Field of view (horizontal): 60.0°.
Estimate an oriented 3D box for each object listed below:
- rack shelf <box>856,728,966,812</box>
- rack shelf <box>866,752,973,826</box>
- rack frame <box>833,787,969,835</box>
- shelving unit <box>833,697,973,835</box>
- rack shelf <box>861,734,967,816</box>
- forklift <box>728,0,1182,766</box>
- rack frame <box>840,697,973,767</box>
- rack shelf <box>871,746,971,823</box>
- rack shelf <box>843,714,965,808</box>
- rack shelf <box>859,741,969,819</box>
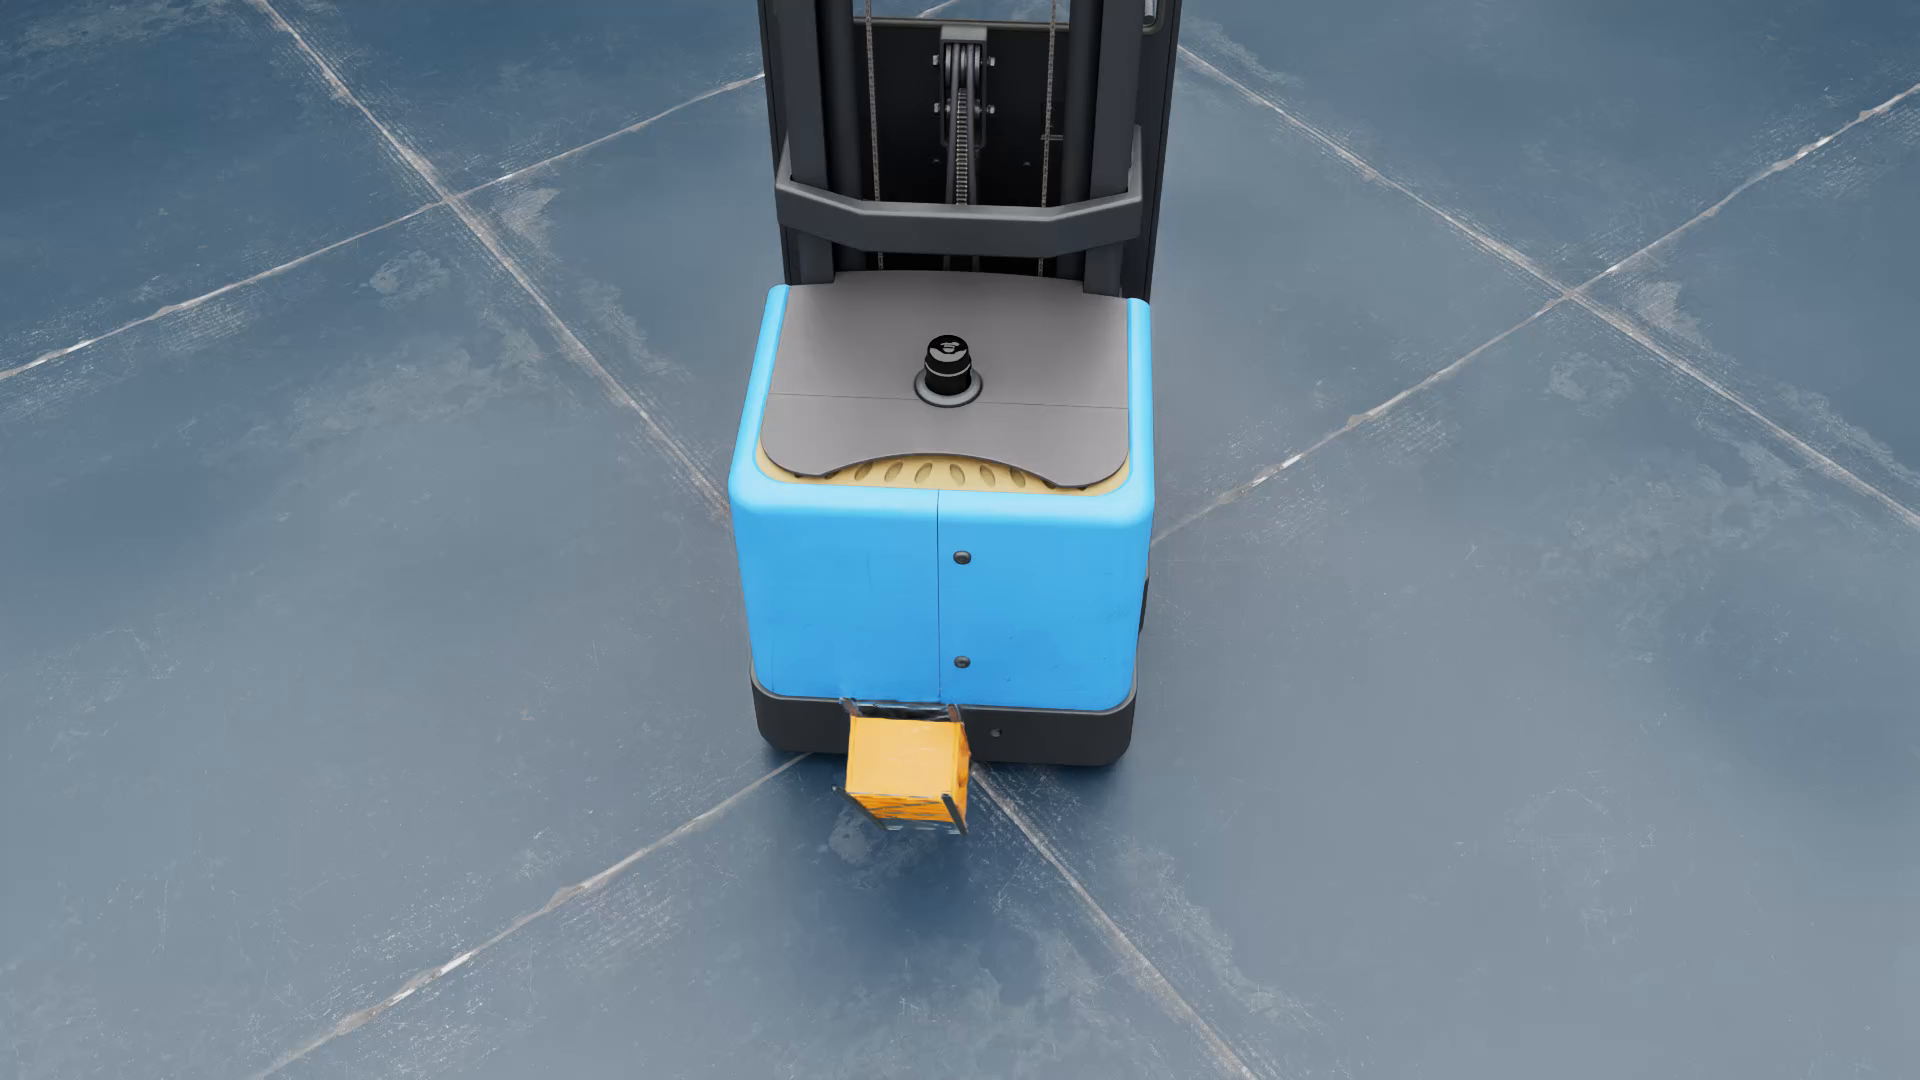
[{"bbox_3d":[-0.118,0.515,3.776,0.258,0.103,0.180,3,77,3],"label":"rack shelf"},{"bbox_3d":[-0.102,0.628,4.242,0.258,0.103,0.180,3,77,3],"label":"rack shelf"},{"bbox_3d":[-0.117,0.650,3.945,0.240,1.200,0.006,3,77,3],"label":"rack frame"},{"bbox_3d":[-0.111,0.561,3.966,0.258,1.200,0.189,3,77,3],"label":"shelving unit"},{"bbox_3d":[-0.114,0.544,3.892,0.258,0.103,0.180,3,77,3],"label":"rack shelf"},{"bbox_3d":[0.038,-1.451,4.587,1.130,2.935,3.031,3,48,2],"label":"forklift"},{"bbox_3d":[-0.106,0.473,3.987,0.240,1.200,0.006,3,77,3],"label":"rack frame"},{"bbox_3d":[-0.106,0.600,4.126,0.258,0.103,0.180,3,77,3],"label":"rack shelf"},{"bbox_3d":[-0.122,0.487,3.659,0.258,0.103,0.180,3,77,3],"label":"rack shelf"},{"bbox_3d":[-0.110,0.572,4.009,0.258,0.103,0.180,3,77,3],"label":"rack shelf"}]
